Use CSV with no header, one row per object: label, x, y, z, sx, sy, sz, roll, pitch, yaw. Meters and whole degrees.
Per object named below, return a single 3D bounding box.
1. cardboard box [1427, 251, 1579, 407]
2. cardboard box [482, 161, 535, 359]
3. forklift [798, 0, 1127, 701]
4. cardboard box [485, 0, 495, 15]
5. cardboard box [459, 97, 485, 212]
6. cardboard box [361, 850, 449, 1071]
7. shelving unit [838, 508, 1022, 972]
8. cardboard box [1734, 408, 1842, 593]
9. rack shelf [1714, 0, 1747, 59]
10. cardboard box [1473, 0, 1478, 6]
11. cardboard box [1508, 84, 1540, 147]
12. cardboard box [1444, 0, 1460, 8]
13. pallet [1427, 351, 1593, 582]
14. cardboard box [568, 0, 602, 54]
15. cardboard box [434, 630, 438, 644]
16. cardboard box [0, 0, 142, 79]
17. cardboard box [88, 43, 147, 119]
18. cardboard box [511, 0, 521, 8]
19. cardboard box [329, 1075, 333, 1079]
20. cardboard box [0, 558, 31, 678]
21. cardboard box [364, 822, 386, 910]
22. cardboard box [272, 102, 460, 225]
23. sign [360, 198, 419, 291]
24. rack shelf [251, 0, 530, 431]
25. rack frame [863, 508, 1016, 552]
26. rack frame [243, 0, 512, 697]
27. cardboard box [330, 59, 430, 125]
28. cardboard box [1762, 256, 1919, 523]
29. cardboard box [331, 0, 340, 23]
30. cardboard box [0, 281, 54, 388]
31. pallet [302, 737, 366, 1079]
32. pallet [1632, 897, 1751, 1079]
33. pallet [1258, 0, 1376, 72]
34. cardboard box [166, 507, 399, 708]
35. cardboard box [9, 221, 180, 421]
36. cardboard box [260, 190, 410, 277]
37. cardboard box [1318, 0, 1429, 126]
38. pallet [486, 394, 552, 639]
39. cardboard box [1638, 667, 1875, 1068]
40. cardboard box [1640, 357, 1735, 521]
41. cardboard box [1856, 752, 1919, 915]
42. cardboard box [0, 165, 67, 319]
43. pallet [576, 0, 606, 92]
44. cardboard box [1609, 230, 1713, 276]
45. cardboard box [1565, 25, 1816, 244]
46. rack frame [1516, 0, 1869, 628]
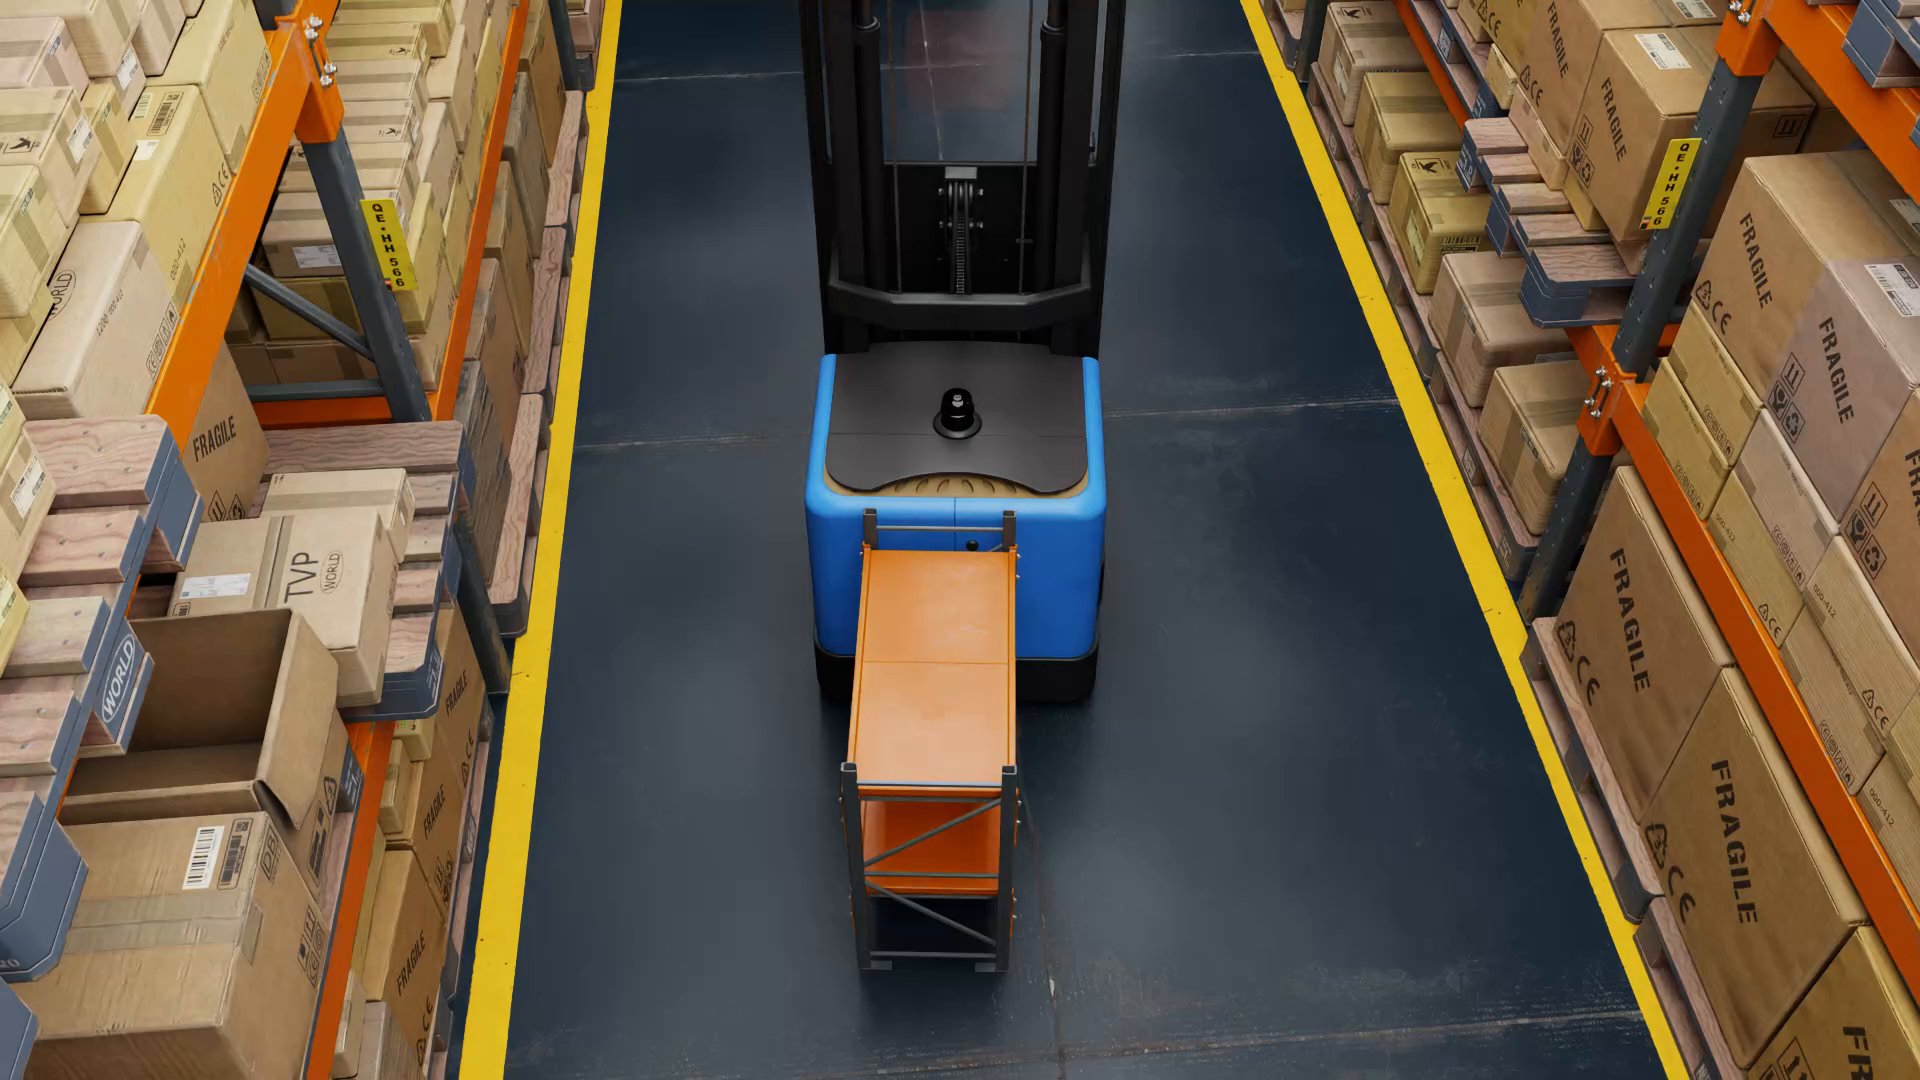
cardboard box,2.617,-0.944,7.235,0.950,0.372,0.625,-4,47,-4
cardboard box,-2.379,-1.195,7.299,0.875,0.625,0.625,-5,47,-5
forklift,0.012,-1.461,6.251,1.130,2.935,3.031,1,47,1
cardboard box,-2.173,-2.389,6.842,0.500,0.250,0.500,-3,47,-3
cardboard box,-2.102,-1.477,6.322,0.500,0.250,0.500,-5,47,-5
cardboard box,-1.894,1.293,5.028,0.500,0.500,0.500,-2,47,-2
shelving unit,-0.077,0.666,5.481,0.538,1.125,1.048,1,47,1
cardboard box,2.563,-0.125,4.698,0.500,0.250,0.500,-2,47,-2
rack shelf,2.557,-2.991,6.083,1.077,0.370,4.000,-3,47,-3
cardboard box,2.267,-2.487,6.613,0.500,0.500,0.500,-5,47,-5
cardboard box,2.289,-1.593,6.213,0.380,0.149,0.250,-5,47,-5
cardboard box,2.202,-2.349,6.929,0.380,0.149,0.250,-2,47,-2
pallet,2.661,-0.367,7.089,1.003,0.211,1.213,-3,47,-3
cardboard box,-2.267,-2.919,9.190,0.500,0.250,0.500,-3,47,-3
cardboard box,-1.928,0.378,5.448,0.380,0.149,0.250,-6,47,-5
cardboard box,-1.908,-1.059,3.381,0.380,0.149,0.250,-5,47,-5
cardboard box,-1.953,-0.951,3.484,0.380,0.149,0.250,-3,47,-2
cardboard box,-2.206,-2.586,7.373,0.500,0.250,0.500,-4,47,-4
cardboard box,-1.875,1.520,4.367,0.380,0.149,0.250,-3,47,-3
cardboard box,-1.615,0.151,2.427,0.380,0.149,0.250,-2,47,-2
cardboard box,-1.919,0.961,4.896,0.380,0.149,0.250,-2,47,-2
cardboard box,-2.056,-1.275,5.787,0.500,0.250,0.500,-2,47,-2
sign,-1.681,-0.867,4.899,0.100,0.325,0.005,-3,47,-3
rack shelf,-2.389,-1.656,6.884,1.077,0.370,4.000,-3,47,-3
rack frame,-0.067,0.297,5.831,0.500,1.125,0.032,1,47,1
rack frame,-2.221,-0.456,5.252,1.000,3.000,0.127,-3,47,-3
cardboard box,-2.060,-1.528,5.752,0.380,0.149,0.250,-3,47,-3
cardboard box,2.573,-0.409,4.450,0.500,0.500,0.500,-3,47,-3
cardboard box,-2.191,-2.077,6.272,0.380,0.149,0.250,-3,47,-3
cardboard box,-1.870,-0.399,2.961,0.380,0.149,0.250,-2,47,-2
pallet,-2.054,1.017,3.990,1.003,0.211,1.213,-3,47,-3
pallet,2.814,1.654,5.175,1.003,0.211,1.213,-3,47,-3
pallet,2.298,-3.179,9.752,1.003,0.211,1.213,-3,47,-3
cardboard box,-1.811,0.195,4.450,0.500,0.250,0.500,-5,47,-5
cardboard box,-1.852,-0.354,3.193,0.500,0.250,0.500,-3,47,-3
cardboard box,-1.955,-0.962,5.216,0.380,0.149,0.250,-2,47,-2
cardboard box,2.436,-2.516,8.724,0.950,0.372,0.625,-3,47,-3
pallet,-2.251,-0.095,6.831,1.003,0.211,1.213,-3,47,-3
cardboard box,2.770,0.976,5.070,0.875,0.875,0.875,-3,47,-3
cardboard box,2.515,-0.339,5.245,0.500,0.250,0.500,-4,47,-4
cardboard box,2.658,0.768,4.197,0.500,0.250,0.500,-3,47,-3
cardboard box,-1.789,-0.506,2.857,0.380,0.149,0.250,-3,47,-3
pallet,-2.581,-2.969,9.553,1.003,0.211,1.213,-3,47,-3
cardboard box,2.463,-1.041,5.691,0.380,0.149,0.250,-2,47,-2
cardboard box,2.409,-1.353,5.539,0.500,0.500,0.500,-5,47,-4
rack frame,2.725,-0.760,5.541,1.000,3.000,0.127,-3,47,-3
